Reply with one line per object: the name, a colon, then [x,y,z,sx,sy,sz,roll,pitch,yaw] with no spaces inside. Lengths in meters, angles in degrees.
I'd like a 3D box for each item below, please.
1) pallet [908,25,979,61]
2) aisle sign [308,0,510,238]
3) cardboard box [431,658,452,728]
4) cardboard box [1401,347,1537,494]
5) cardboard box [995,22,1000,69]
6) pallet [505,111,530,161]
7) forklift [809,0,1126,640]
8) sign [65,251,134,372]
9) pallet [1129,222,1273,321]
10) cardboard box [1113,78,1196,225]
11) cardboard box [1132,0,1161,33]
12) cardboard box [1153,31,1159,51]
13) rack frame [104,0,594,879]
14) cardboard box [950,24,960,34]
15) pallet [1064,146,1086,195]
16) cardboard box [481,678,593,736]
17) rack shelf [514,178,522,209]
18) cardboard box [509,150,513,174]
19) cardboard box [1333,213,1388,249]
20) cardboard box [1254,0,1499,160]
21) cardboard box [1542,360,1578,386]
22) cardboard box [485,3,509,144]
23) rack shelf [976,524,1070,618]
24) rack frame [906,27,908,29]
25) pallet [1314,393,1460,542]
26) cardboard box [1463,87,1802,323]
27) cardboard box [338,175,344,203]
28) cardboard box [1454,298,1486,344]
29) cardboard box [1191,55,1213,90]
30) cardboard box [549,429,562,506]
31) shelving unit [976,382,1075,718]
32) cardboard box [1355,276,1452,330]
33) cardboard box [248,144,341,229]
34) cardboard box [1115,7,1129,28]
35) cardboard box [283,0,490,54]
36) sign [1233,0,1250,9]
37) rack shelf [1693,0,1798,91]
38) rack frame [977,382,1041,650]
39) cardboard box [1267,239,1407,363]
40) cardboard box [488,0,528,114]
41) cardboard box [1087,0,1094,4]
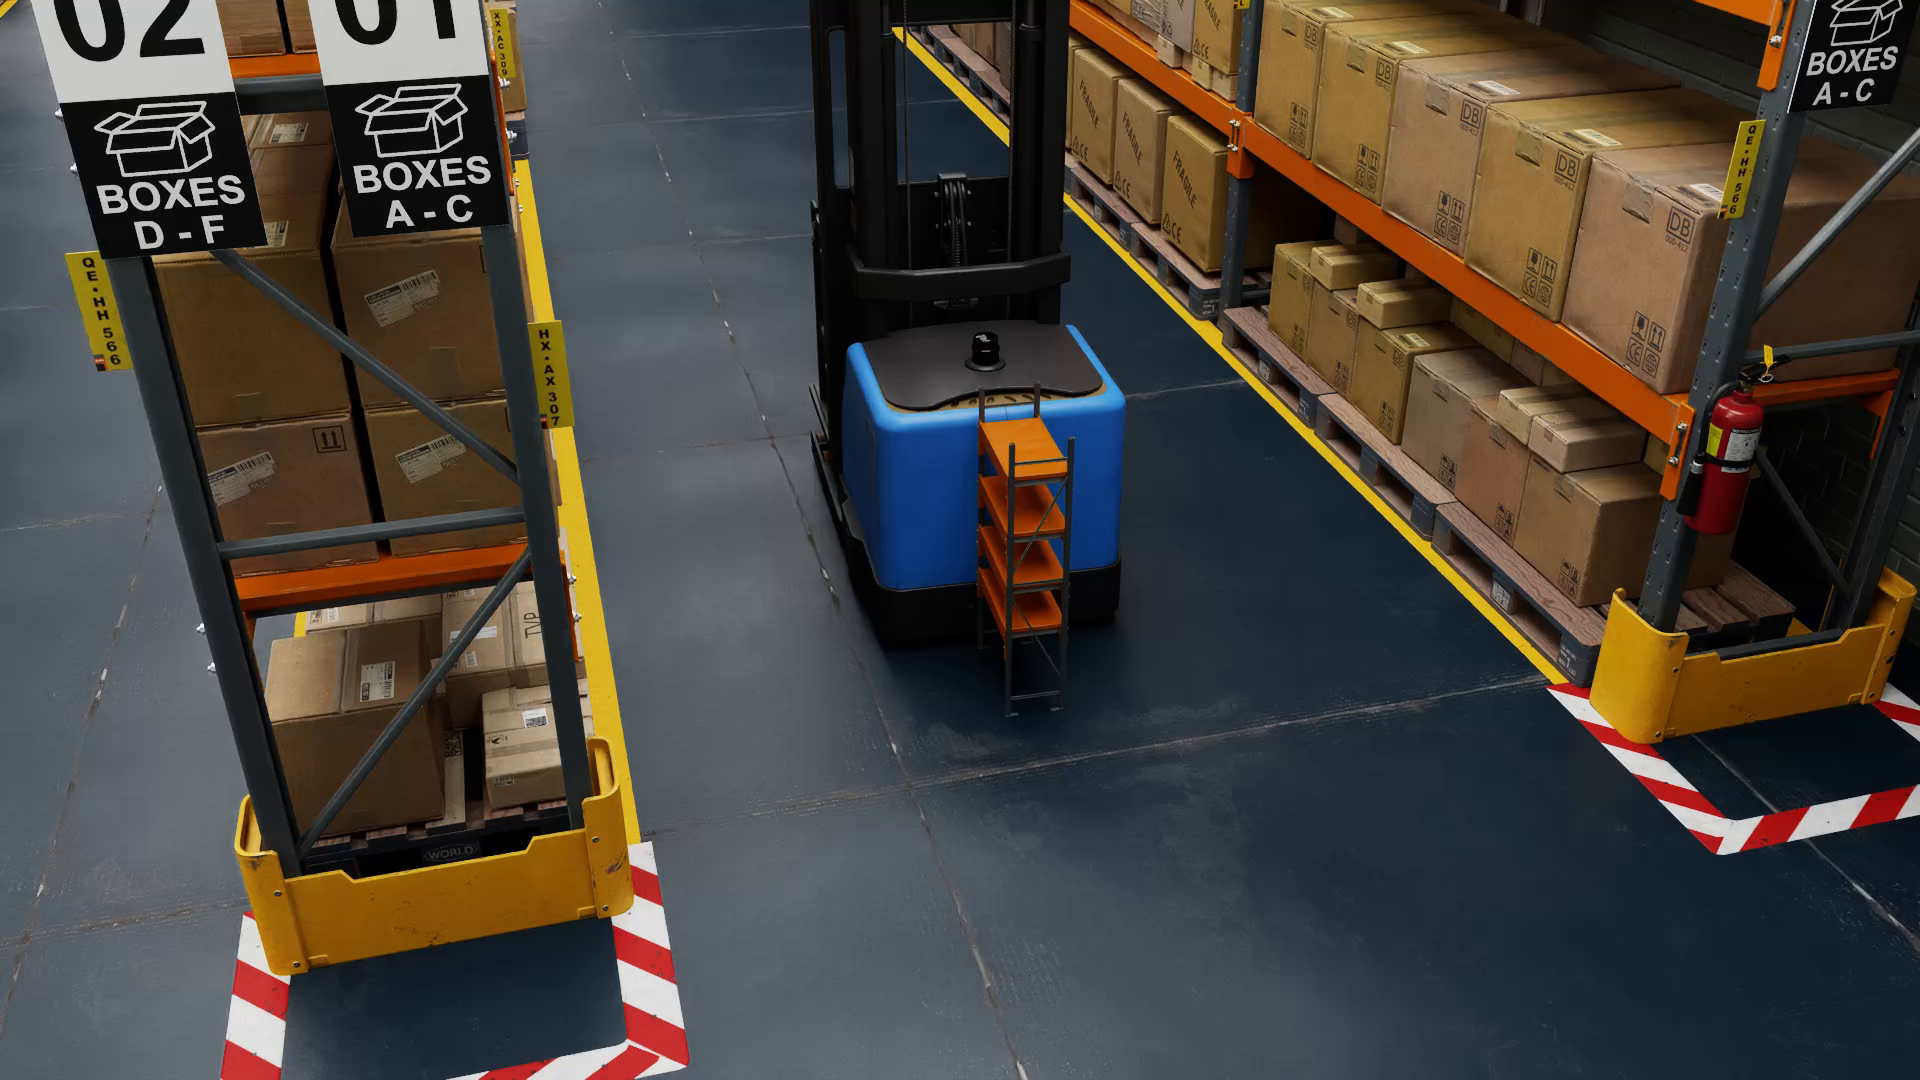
pallet: [0.119,-4.890,15.987,1.003,0.211,1.213,-8,31,-13]
aisle sign: [-1.378,-1.147,4.143,0.394,0.787,0.004,-8,31,-13]
cardboard box: [-2.081,0.582,6.139,0.380,0.166,0.250,-8,31,-13]
cardboard box: [2.547,-0.586,7.844,0.700,0.500,0.500,-9,31,-15]
cardboard box: [0.707,-4.254,14.161,0.700,0.500,0.500,-8,31,-13]
pallet: [-2.847,-2.265,8.861,1.003,0.211,1.213,-8,31,-13]
forklift: [-0.134,-1.577,7.549,1.130,2.935,3.031,-6,31,-11]
sign: [-2.219,-0.590,4.303,0.100,0.325,0.005,-8,31,-13]
pallet: [1.757,-1.764,10.587,1.003,0.211,1.213,-8,31,-13]
cardboard box: [1.498,-2.585,10.949,0.750,0.750,0.750,-7,31,-12]
cardboard box: [1.399,-3.467,10.330,0.500,0.500,0.500,-8,31,-13]
cardboard box: [1.429,-3.131,10.395,0.380,0.149,0.250,-8,31,-13]
rack frame: [-1.679,-0.016,4.783,1.000,3.000,0.127,-8,31,-13]
cardboard box: [0.308,-4.985,15.424,0.700,0.500,0.500,-8,31,-14]
pallet: [1.109,-2.943,12.623,1.003,0.211,1.213,-8,31,-13]
cardboard box: [-1.525,0.651,6.020,0.380,0.166,0.250,-8,31,-13]
rack shelf: [-3.271,-2.603,9.970,1.077,0.370,4.000,-8,31,-13]
cardboard box: [-2.084,-1.287,6.880,0.500,0.500,0.500,-7,31,-12]
cardboard box: [2.287,-1.711,9.140,0.380,0.149,0.250,-8,31,-14]
cardboard box: [2.163,-2.474,8.731,0.980,0.700,0.700,-7,31,-13]
cardboard box: [2.839,-0.714,7.417,0.380,0.149,0.250,-8,31,-13]
cardboard box: [-2.218,-1.967,7.056,0.500,0.500,0.500,-8,31,-14]
rack shelf: [0.243,0.102,6.510,0.258,0.148,0.480,-6,31,-11]
rack frame: [-0.089,-6.472,15.938,1.000,3.000,0.127,-8,31,-13]
pallet: [2.488,-0.434,8.288,1.003,0.211,1.213,-8,31,-13]
cardboard box: [2.747,-1.401,6.877,0.980,0.700,0.700,-8,31,-14]
cardboard box: [-1.688,-0.993,5.373,0.500,0.500,0.500,-8,31,-13]
cardboard box: [2.635,-1.083,8.055,0.380,0.149,0.250,-8,31,-14]
cardboard box: [1.582,-2.753,9.742,0.380,0.149,0.250,-7,31,-12]
cardboard box: [-2.117,-0.375,7.648,0.500,0.311,0.500,-8,31,-13]
shelving unit: [0.243,0.044,6.476,0.258,1.200,0.503,-6,31,-11]
cardboard box: [2.188,-1.173,8.210,0.380,0.149,0.250,-9,31,-15]
cardboard box: [-2.197,-0.914,5.238,0.500,0.500,0.500,-7,31,-12]
cardboard box: [1.255,-3.511,11.053,0.380,0.149,0.250,-8,31,-13]
cardboard box: [-1.570,-1.531,4.557,0.500,0.250,0.500,-8,31,-13]
sign: [1.514,-2.998,8.859,0.100,0.325,0.005,-8,31,-13]
rack shelf: [2.565,-2.629,7.022,1.077,0.370,4.000,-8,31,-13]
rack frame: [0.191,-0.075,6.683,0.240,1.200,0.015,-6,31,-11]
cardboard box: [2.134,-1.334,9.136,0.700,0.500,0.500,-7,31,-13]
cardboard box: [-2.651,-2.432,8.438,0.700,0.500,0.500,-19,35,-30]
cardboard box: [1.070,-3.883,11.695,0.380,0.149,0.250,-8,31,-14]
